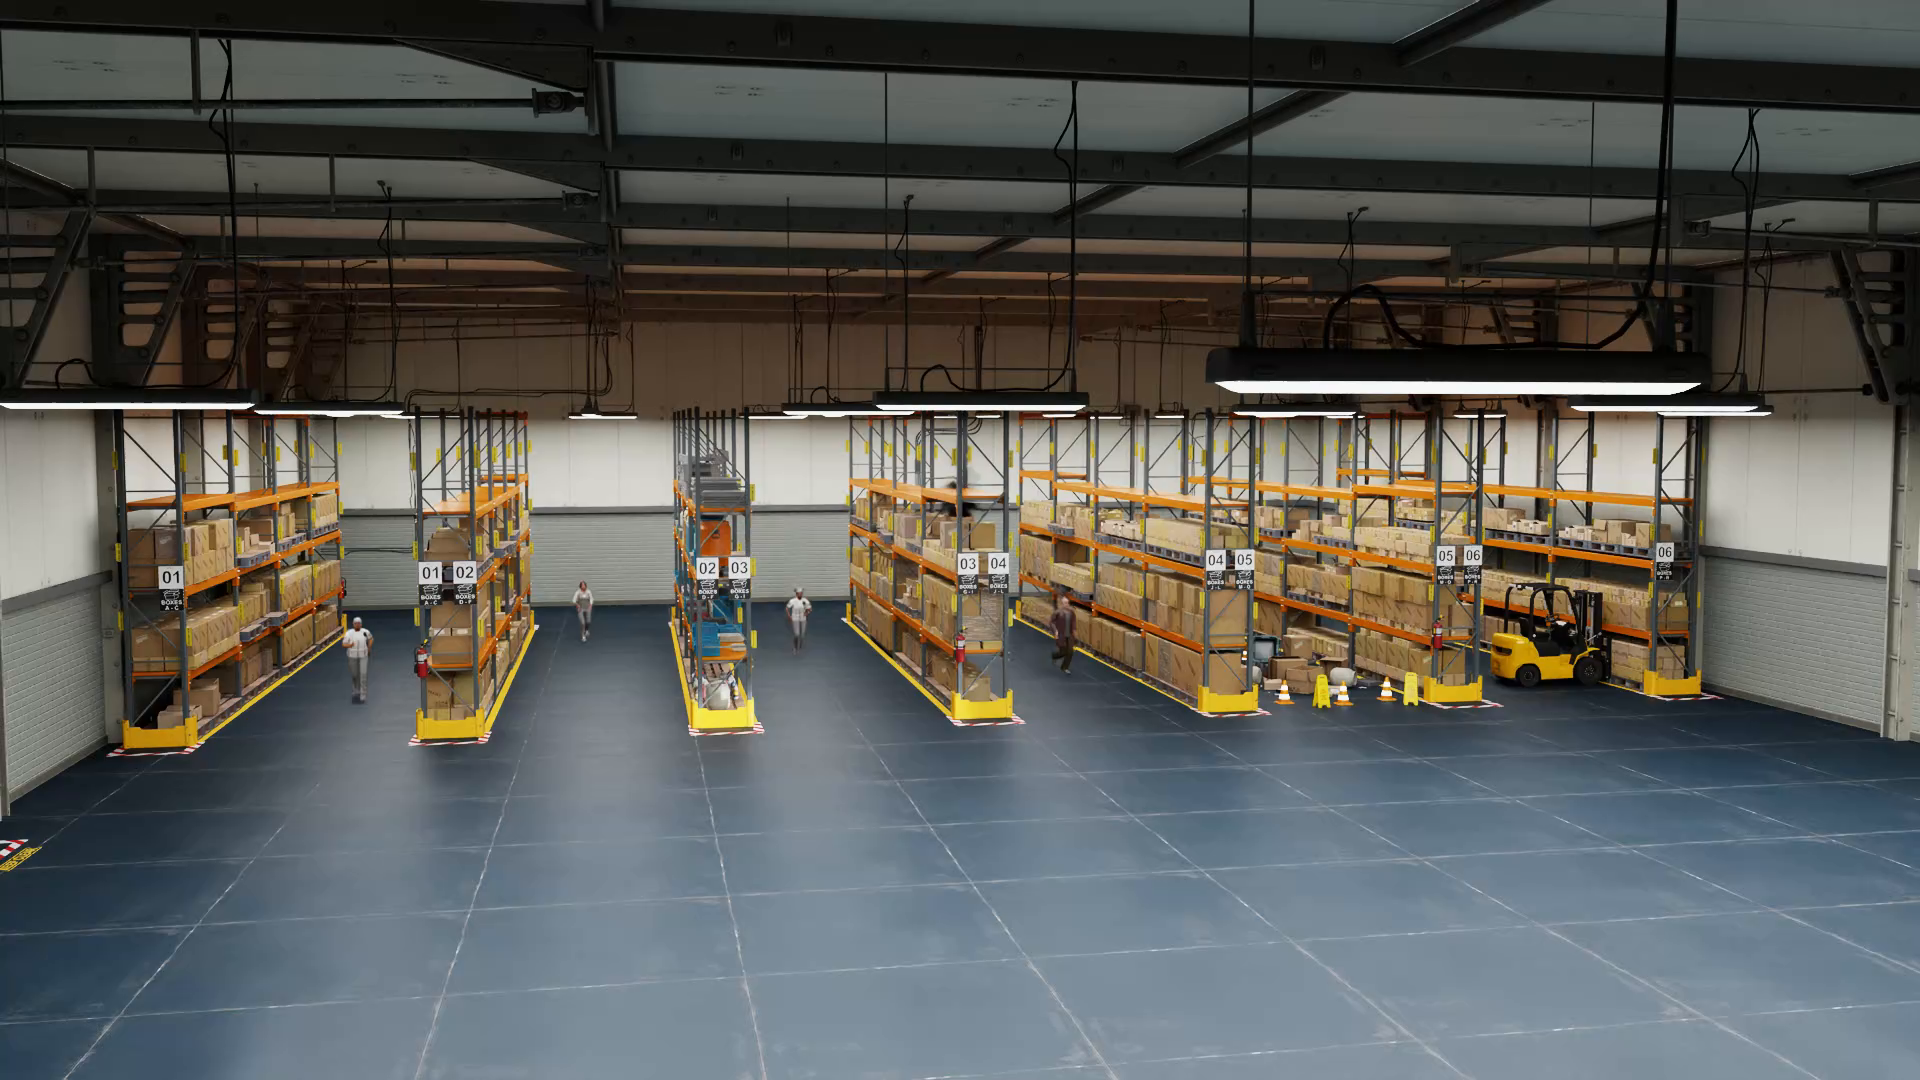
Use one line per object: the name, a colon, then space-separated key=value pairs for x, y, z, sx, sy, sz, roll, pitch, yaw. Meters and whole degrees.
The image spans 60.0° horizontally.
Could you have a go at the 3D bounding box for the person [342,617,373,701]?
person: x=-12.398 y=2.424 z=34.253 sx=0.602 sy=1.663 sz=0.913 roll=-1 pitch=4 yaw=-20

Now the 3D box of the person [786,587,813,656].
person: x=-3.916 y=1.992 z=40.642 sx=0.634 sy=1.696 sz=0.583 roll=-1 pitch=4 yaw=-12

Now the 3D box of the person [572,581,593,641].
person: x=-9.842 y=1.856 z=43.454 sx=0.551 sy=1.565 sz=0.535 roll=-1 pitch=4 yaw=-20

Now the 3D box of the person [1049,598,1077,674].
person: x=2.352 y=2.214 z=37.759 sx=0.695 sy=1.640 sz=0.603 roll=-2 pitch=4 yaw=-25
